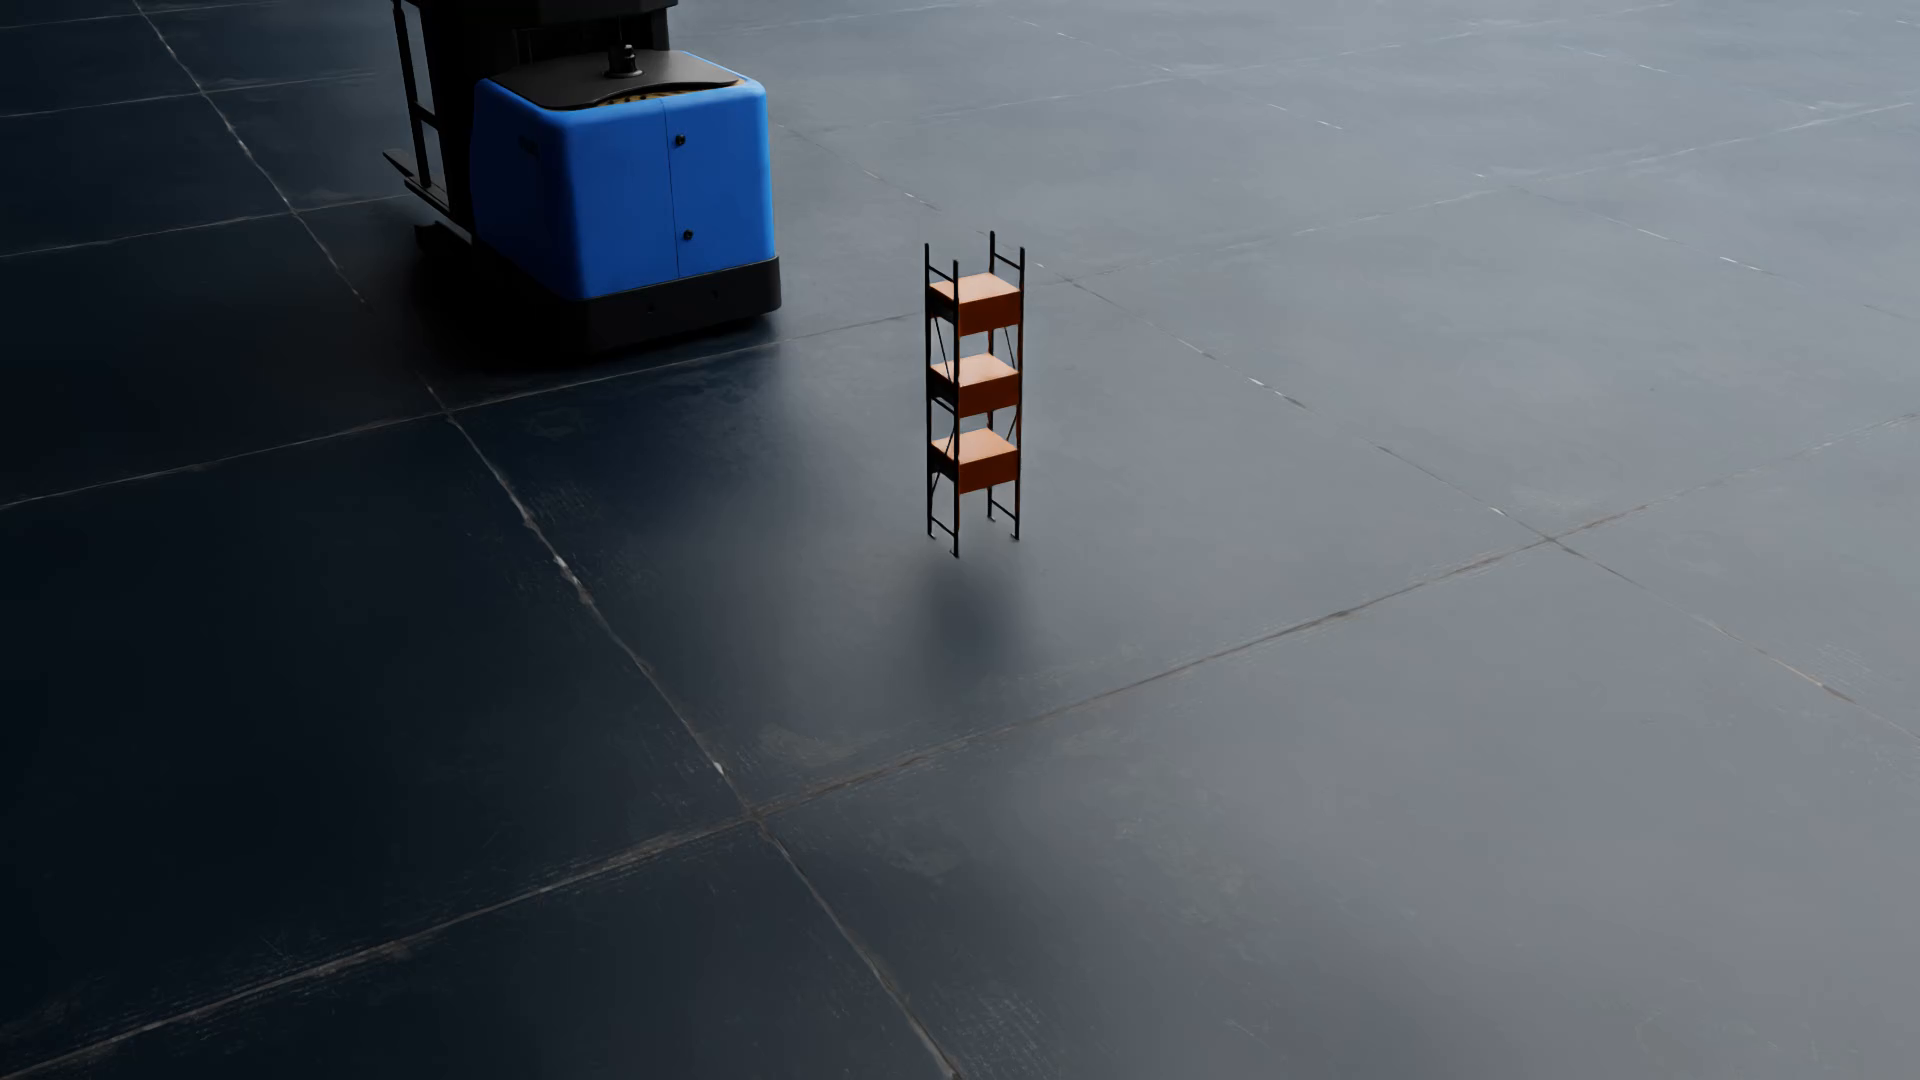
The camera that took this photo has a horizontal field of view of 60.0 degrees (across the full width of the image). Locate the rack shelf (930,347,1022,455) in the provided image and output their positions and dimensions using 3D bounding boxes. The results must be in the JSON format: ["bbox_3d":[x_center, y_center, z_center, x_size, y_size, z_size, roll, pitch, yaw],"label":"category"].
[{"bbox_3d":[0.046,-0.463,5.525,0.240,0.259,0.215,-16,33,-26],"label":"rack shelf"}]

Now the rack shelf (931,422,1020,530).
[{"bbox_3d":[0.046,-0.220,5.659,0.240,0.259,0.215,-16,33,-26],"label":"rack shelf"}]

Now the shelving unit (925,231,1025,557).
[{"bbox_3d":[0.046,-0.473,5.520,0.252,1.050,0.215,-16,33,-26],"label":"shelving unit"}]

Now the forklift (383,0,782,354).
[{"bbox_3d":[-2.056,-2.729,7.662,1.130,2.935,3.031,-18,34,-30],"label":"forklift"}]

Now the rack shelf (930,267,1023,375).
[{"bbox_3d":[0.046,-0.712,5.388,0.240,0.259,0.215,-16,33,-26],"label":"rack shelf"}]

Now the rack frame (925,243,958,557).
[{"bbox_3d":[-0.059,-0.443,5.466,0.008,1.050,0.200,-16,33,-26],"label":"rack frame"}]

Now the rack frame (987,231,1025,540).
[{"bbox_3d":[0.151,-0.503,5.574,0.008,1.050,0.200,-16,33,-26],"label":"rack frame"}]
